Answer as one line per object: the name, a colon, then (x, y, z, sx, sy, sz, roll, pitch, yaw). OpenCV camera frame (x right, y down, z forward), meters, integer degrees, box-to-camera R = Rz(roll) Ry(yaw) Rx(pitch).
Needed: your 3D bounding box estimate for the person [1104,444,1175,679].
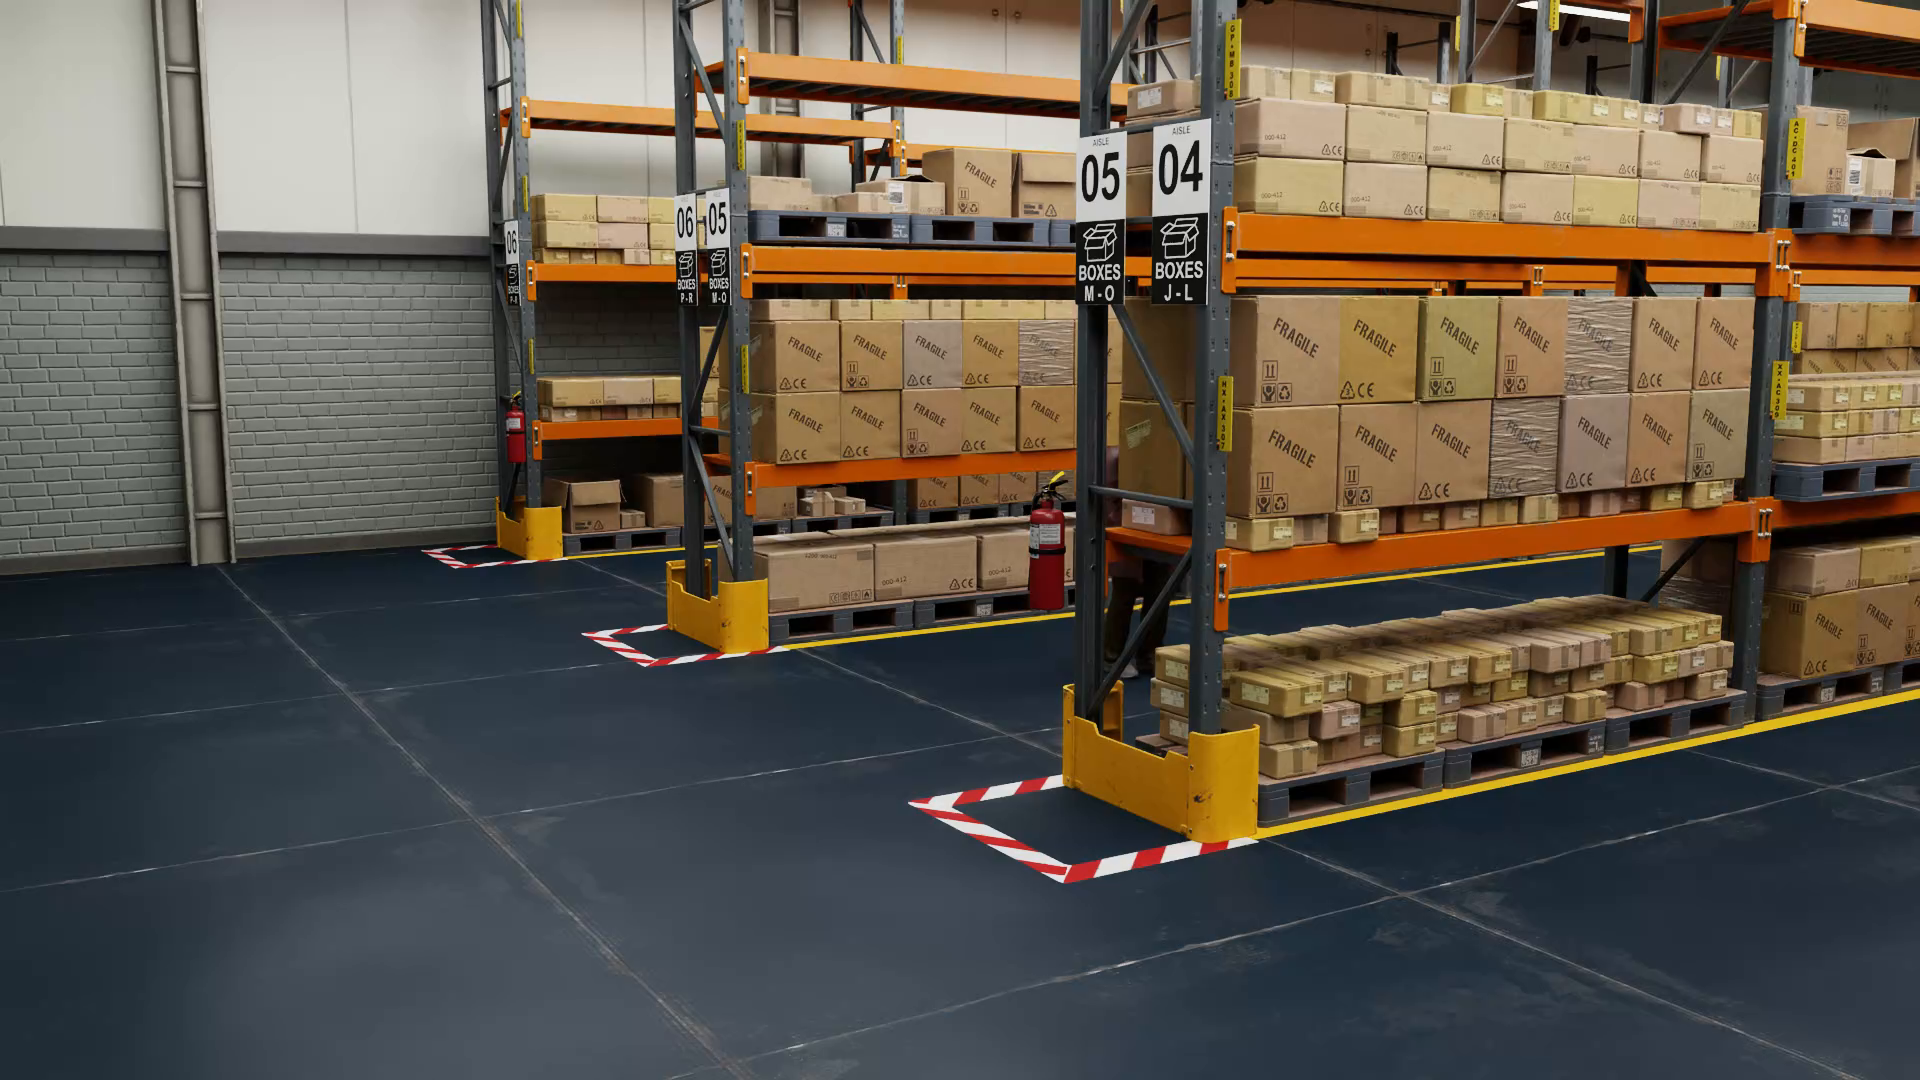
person: (1.188, 0.006, 10.856, 0.562, 1.775, 0.389, -5, 9, -30)
